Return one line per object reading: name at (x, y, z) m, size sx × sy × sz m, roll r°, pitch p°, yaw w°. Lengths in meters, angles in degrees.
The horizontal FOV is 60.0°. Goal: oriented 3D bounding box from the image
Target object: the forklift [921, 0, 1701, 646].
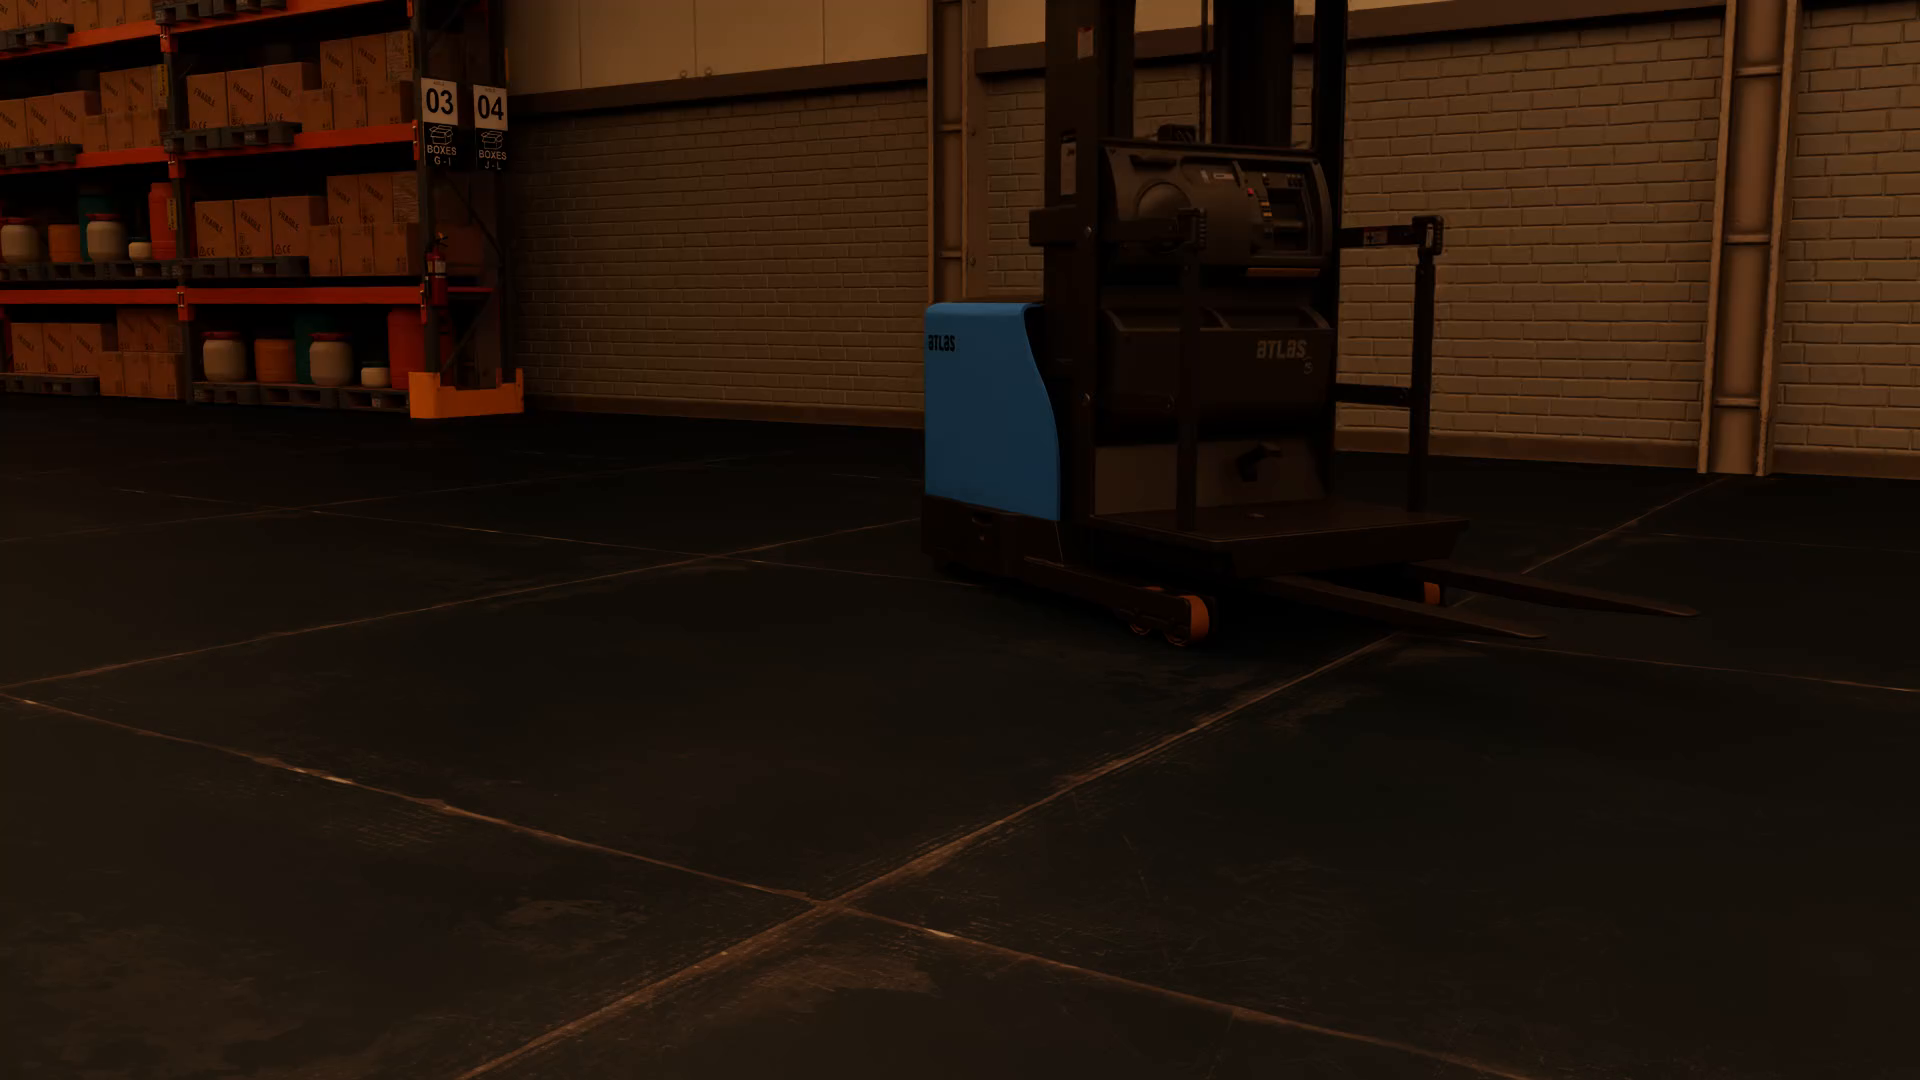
forklift at (1.008, -1.189, 5.551) m, size 1.130 × 2.935 × 3.031 m, roll -5°, pitch 9°, yaw -29°
